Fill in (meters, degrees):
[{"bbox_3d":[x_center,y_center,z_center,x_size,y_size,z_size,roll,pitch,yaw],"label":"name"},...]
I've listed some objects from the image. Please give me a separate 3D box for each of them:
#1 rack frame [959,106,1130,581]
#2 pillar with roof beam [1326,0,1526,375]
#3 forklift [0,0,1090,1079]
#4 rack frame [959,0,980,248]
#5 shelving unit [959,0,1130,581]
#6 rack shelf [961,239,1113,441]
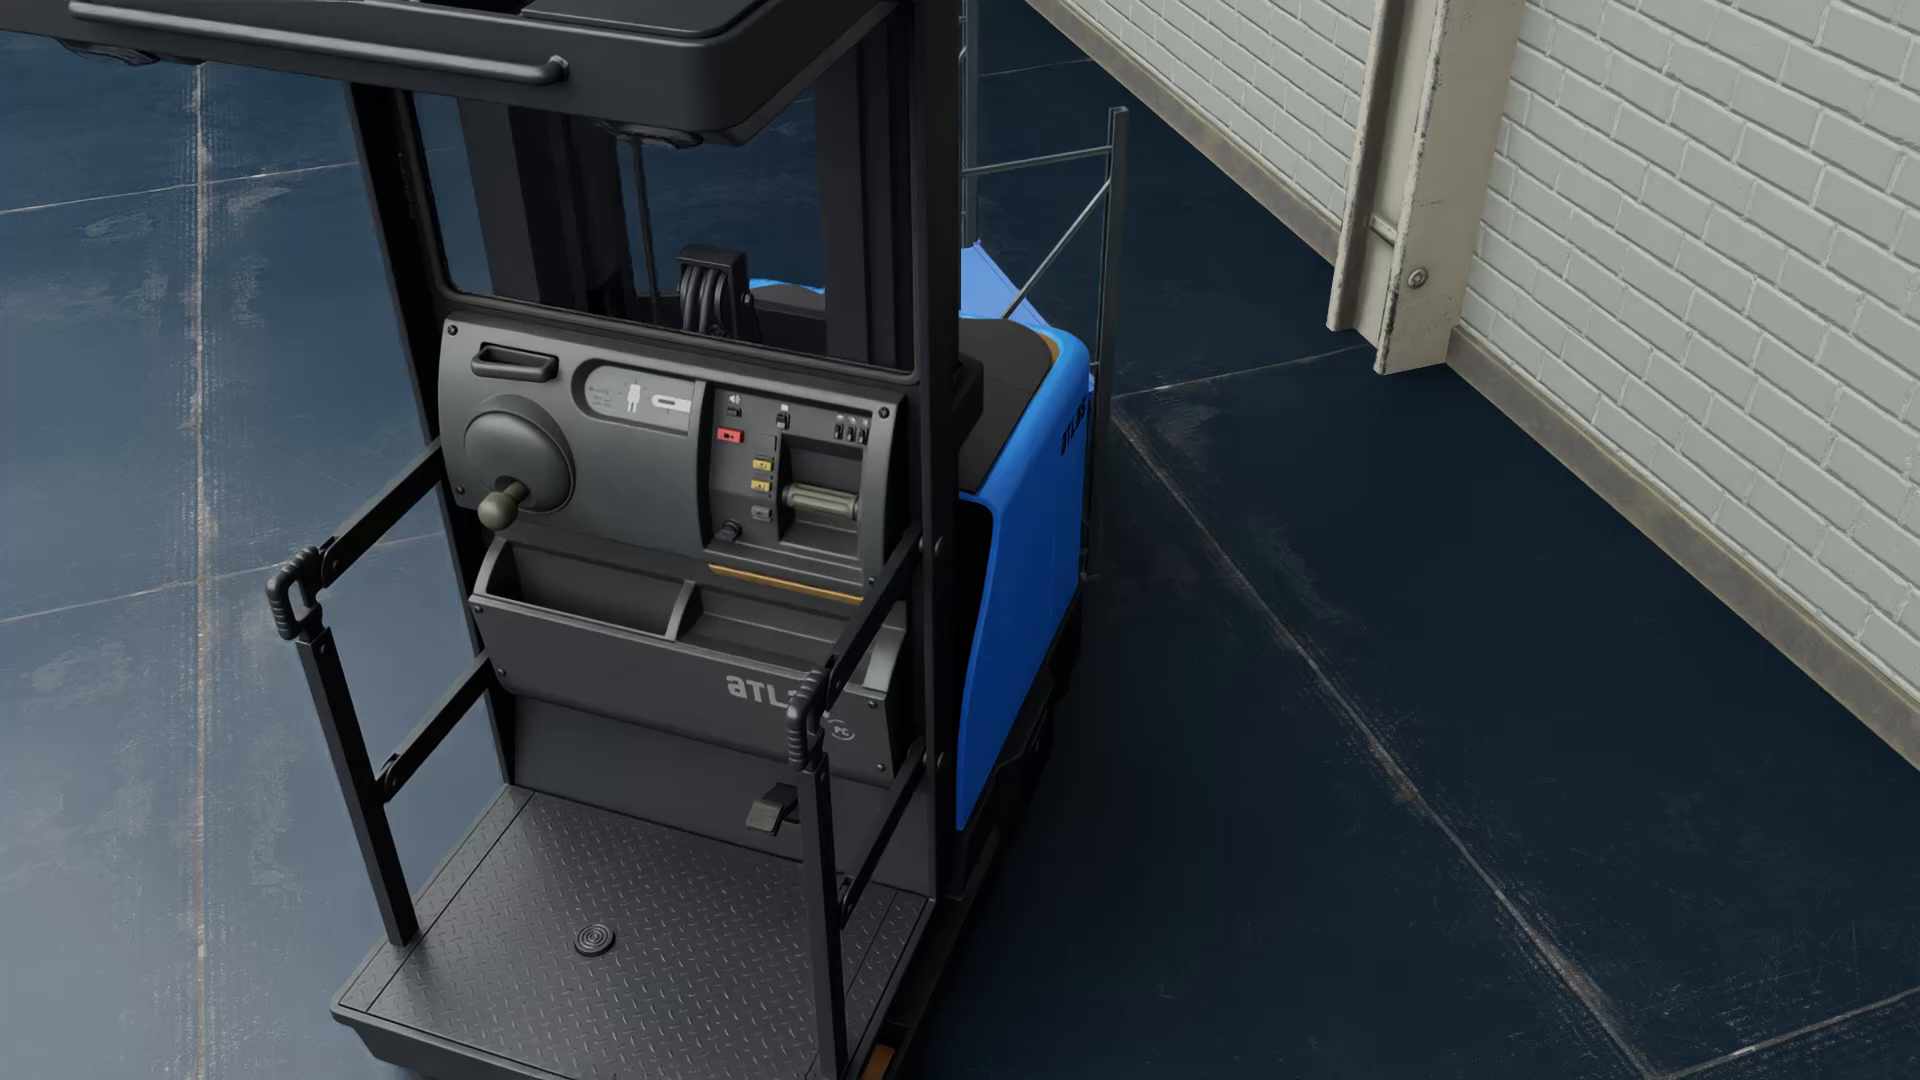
[{"bbox_3d":[0.190,-0.439,4.586,0.500,1.500,0.032,-13,39,-17],"label":"rack frame"},{"bbox_3d":[-2.437,-3.445,2.344,9.100,9.000,0.400,-12,39,-16],"label":"pillar with roof beam"},{"bbox_3d":[-0.627,-0.093,2.938,1.130,2.935,3.031,12,39,15],"label":"forklift"},{"bbox_3d":[-0.179,-1.009,5.343,0.500,1.500,0.032,-13,39,-17],"label":"rack frame"},{"bbox_3d":[0.005,-0.724,4.964,0.538,1.500,1.048,-13,39,-17],"label":"shelving unit"},{"bbox_3d":[0.005,-0.580,5.073,0.538,0.185,1.000,-13,39,-17],"label":"rack shelf"}]
